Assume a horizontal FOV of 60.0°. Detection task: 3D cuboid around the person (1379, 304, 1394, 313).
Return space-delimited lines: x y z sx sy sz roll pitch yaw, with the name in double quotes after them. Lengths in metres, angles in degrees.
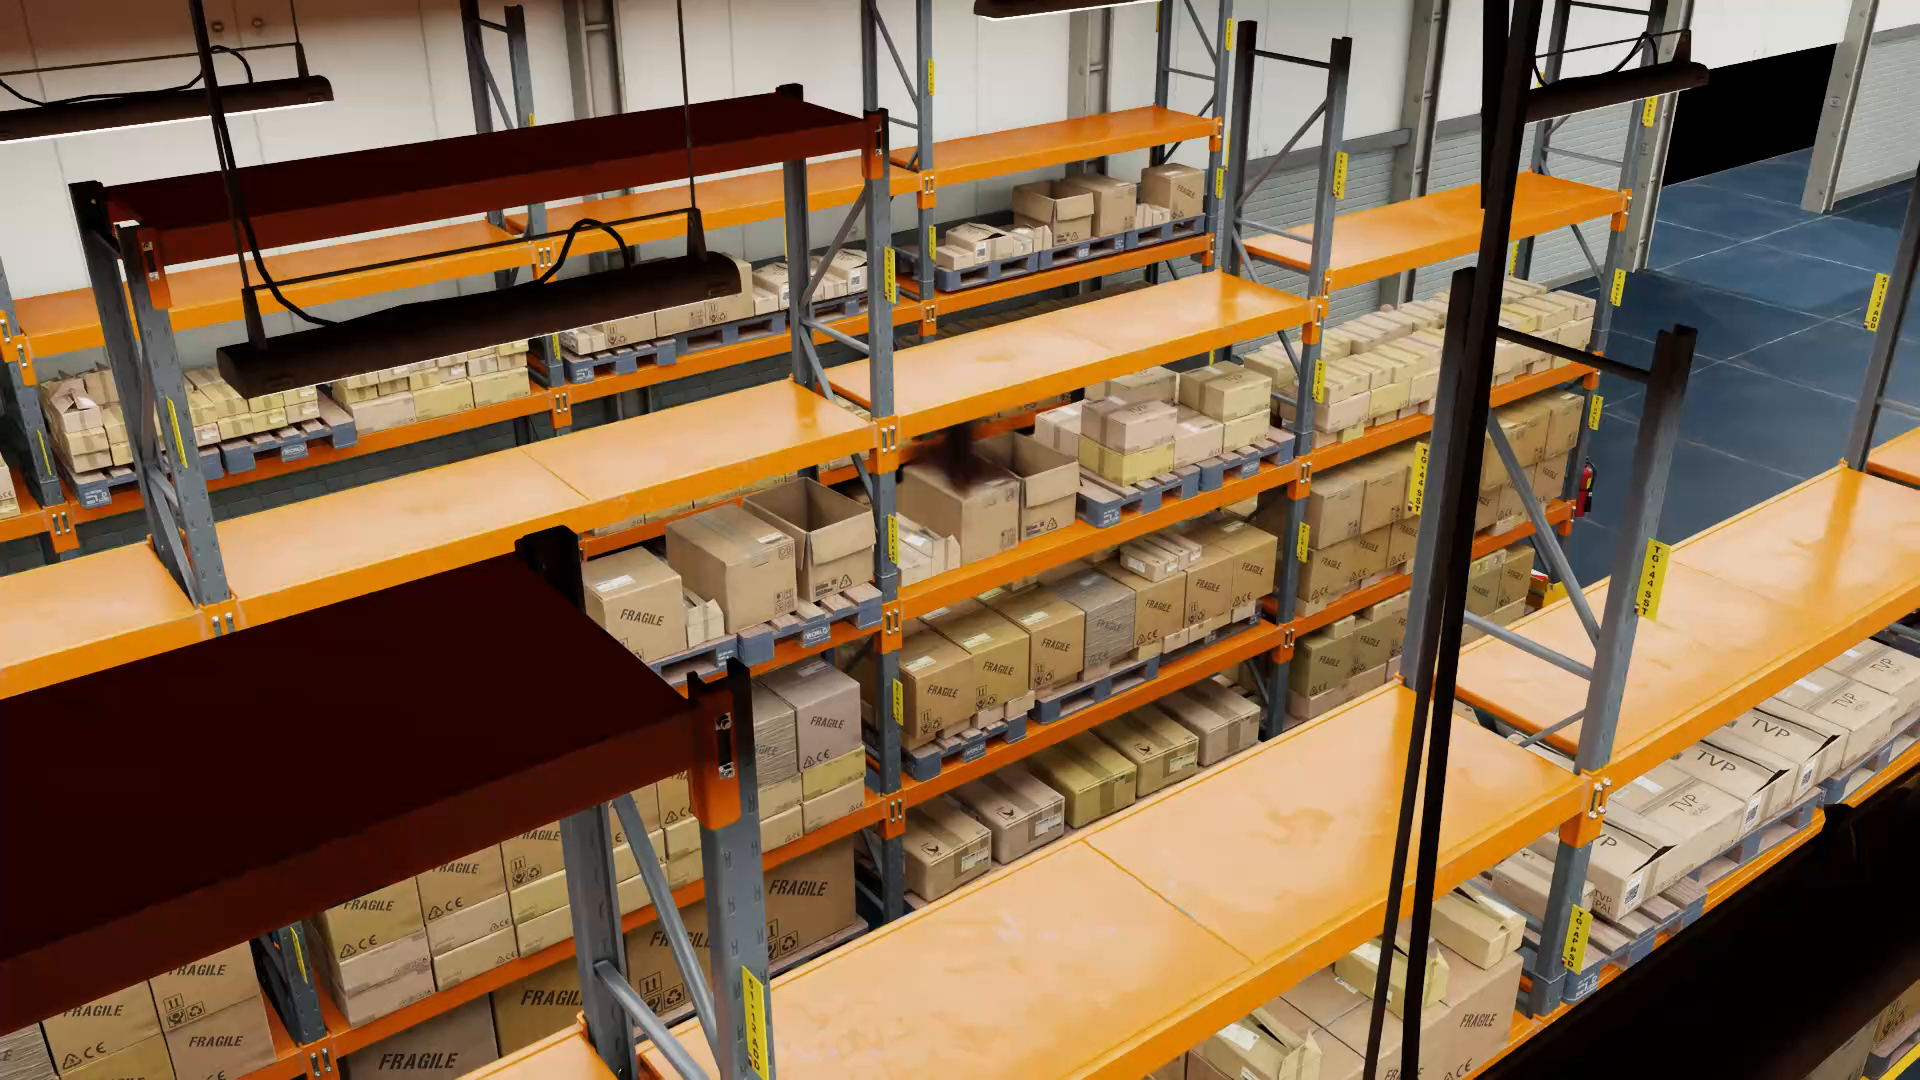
5.079 -1.986 20.165 0.400 1.824 0.676 21 33 36 "person"
